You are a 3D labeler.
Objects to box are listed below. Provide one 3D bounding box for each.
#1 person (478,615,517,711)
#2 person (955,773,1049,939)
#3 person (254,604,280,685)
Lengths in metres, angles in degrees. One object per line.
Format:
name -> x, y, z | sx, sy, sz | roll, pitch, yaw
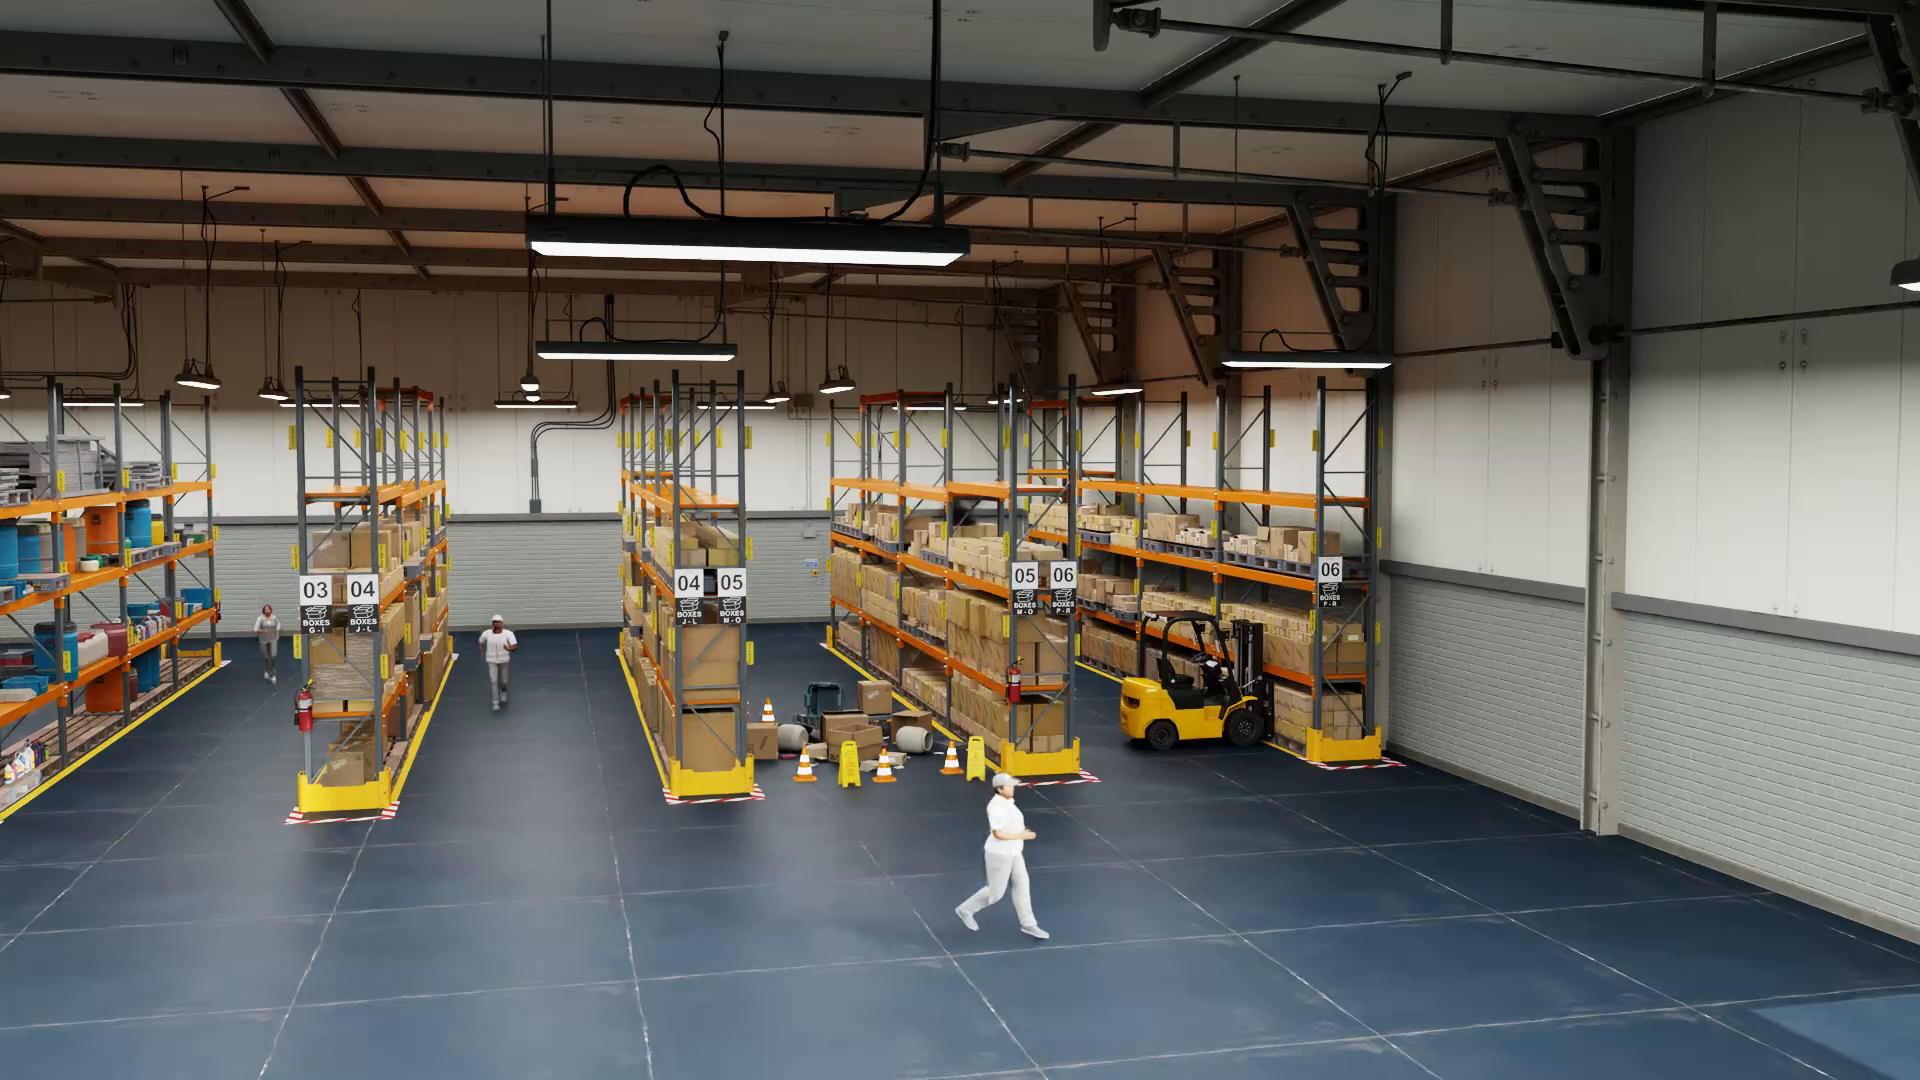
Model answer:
person -> -8.609, 2.264, 30.965 | 0.710, 1.745, 0.933 | -1, 4, -16
person -> 0.447, 3.158, 16.680 | 0.900, 1.662, 0.606 | 1, 4, 16
person -> -14.331, 2.143, 34.412 | 0.529, 1.632, 0.749 | -2, 4, -26
